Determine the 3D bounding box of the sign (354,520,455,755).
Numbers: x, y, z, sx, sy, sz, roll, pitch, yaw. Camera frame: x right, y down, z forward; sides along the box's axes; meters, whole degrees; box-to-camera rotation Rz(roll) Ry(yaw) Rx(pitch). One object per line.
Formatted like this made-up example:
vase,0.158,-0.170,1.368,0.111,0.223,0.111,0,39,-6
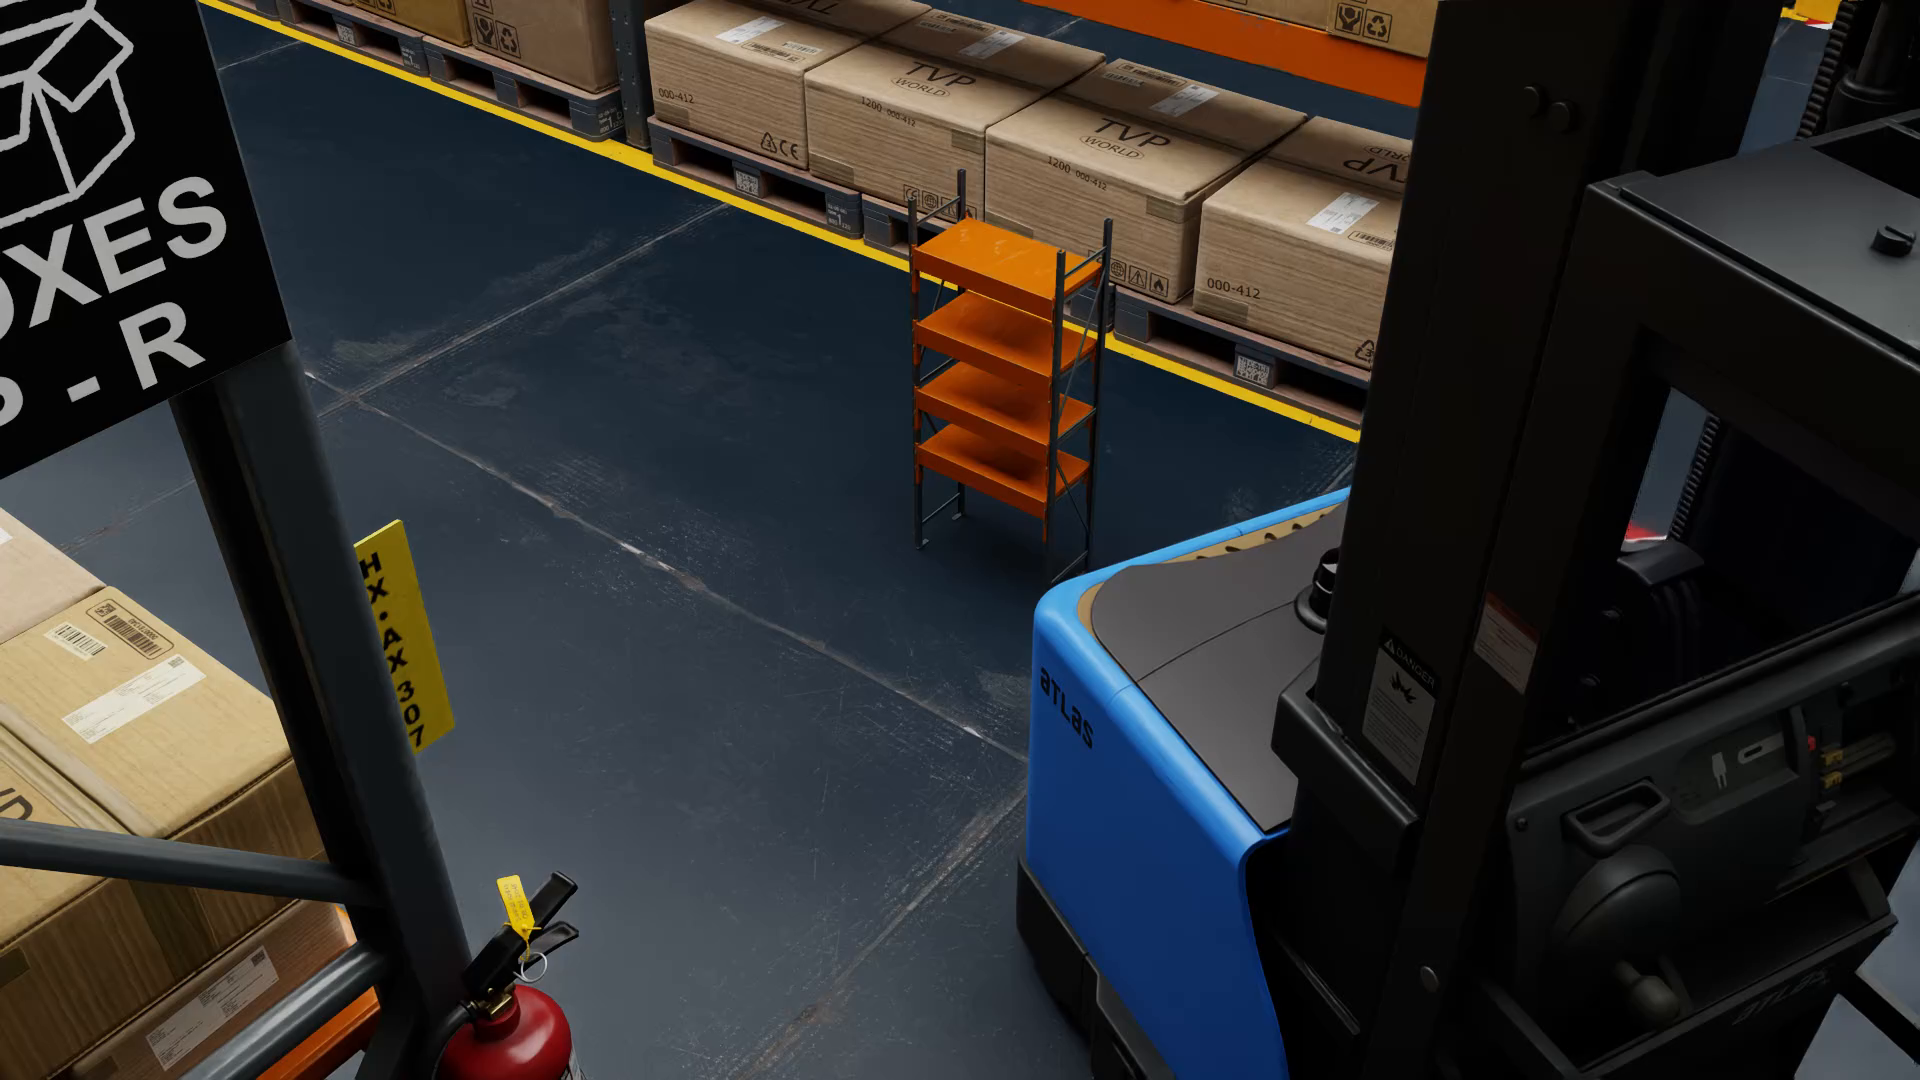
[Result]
sign,-0.663,0.129,1.950,0.005,0.325,0.100,25,45,29

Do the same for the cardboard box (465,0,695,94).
cardboard box,-1.699,-2.717,7.669,0.875,0.875,0.875,27,45,30

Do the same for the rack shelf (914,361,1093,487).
rack shelf,0.132,-0.357,4.842,0.480,0.148,0.258,25,45,29

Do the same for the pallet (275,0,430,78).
pallet,-2.789,-2.806,8.662,1.213,0.211,1.003,25,45,29

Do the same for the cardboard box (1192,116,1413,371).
cardboard box,1.435,-1.051,5.897,0.875,0.438,0.875,24,44,27

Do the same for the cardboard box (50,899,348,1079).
cardboard box,-1.087,0.577,2.284,0.250,0.149,0.380,25,44,28

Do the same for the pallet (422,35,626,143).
pallet,-1.816,-2.349,8.079,1.213,0.211,1.003,25,45,29

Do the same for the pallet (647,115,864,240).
pallet,-0.601,-1.774,7.344,1.213,0.211,1.003,25,45,29

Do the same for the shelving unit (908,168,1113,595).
shelving unit,0.132,-0.410,4.801,0.503,1.200,0.258,25,45,29

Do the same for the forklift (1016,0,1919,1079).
forklift,1.250,0.469,2.274,1.130,2.935,3.031,-17,41,-21

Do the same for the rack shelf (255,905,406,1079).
rack shelf,-2.581,0.269,3.056,4.000,0.370,1.077,25,45,29

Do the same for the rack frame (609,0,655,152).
rack frame,-1.157,-3.195,6.897,0.127,3.000,1.000,25,45,29

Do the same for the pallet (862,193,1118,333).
pallet,0.372,-1.317,6.761,1.213,0.211,1.003,25,45,29

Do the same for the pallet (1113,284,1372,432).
pallet,1.337,-0.860,6.177,1.213,0.211,1.003,25,45,29

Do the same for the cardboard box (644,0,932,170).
cardboard box,-0.724,-2.064,7.190,0.875,0.438,0.875,25,44,28

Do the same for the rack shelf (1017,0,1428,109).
rack shelf,0.431,-2.162,6.162,4.000,0.370,1.077,25,45,29

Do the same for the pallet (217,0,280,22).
pallet,-3.754,-3.263,9.246,1.213,0.211,1.003,25,45,29

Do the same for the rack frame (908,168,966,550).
rack frame,-0.062,-0.502,4.918,0.015,1.200,0.240,25,45,29

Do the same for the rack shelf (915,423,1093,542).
rack shelf,0.132,-0.201,4.965,0.480,0.148,0.258,25,45,29

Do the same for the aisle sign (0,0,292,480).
aisle sign,-0.760,-0.407,1.227,0.004,0.787,0.394,25,45,29

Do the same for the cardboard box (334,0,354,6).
cardboard box,-3.131,-3.386,8.525,0.875,0.875,0.875,26,45,29

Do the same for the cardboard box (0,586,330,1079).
cardboard box,-1.190,0.375,2.218,0.500,0.250,0.500,25,45,29

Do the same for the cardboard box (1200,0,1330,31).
cardboard box,1.086,-1.982,5.268,0.500,0.500,0.500,24,44,28

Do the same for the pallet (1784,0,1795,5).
pallet,4.263,-3.410,9.435,1.213,0.211,1.003,25,45,29

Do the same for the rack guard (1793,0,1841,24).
rack guard,4.886,-3.203,8.935,0.348,0.500,1.175,25,45,29

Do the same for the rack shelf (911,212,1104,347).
rack shelf,0.132,-0.720,4.559,0.480,0.148,0.258,25,45,29

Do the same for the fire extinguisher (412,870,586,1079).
fire extinguisher,-0.595,0.741,2.235,0.183,0.674,0.296,25,45,29

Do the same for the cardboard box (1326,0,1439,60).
cardboard box,1.476,-1.787,5.018,0.500,0.500,0.500,26,45,29

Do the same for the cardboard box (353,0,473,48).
cardboard box,-2.421,-3.051,8.097,0.875,0.875,0.875,27,45,30

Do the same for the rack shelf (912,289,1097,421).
rack shelf,0.132,-0.534,4.705,0.480,0.148,0.258,25,45,29

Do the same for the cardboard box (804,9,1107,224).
cardboard box,-0.013,-1.729,6.762,0.875,0.438,0.875,24,44,27

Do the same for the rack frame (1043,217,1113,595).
rack frame,0.325,-0.319,4.684,0.015,1.200,0.240,25,45,29

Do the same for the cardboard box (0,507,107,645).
cardboard box,-1.590,0.187,2.459,0.500,0.250,0.500,26,45,29

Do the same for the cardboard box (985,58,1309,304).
cardboard box,0.703,-1.390,6.330,0.875,0.438,0.875,27,45,30
